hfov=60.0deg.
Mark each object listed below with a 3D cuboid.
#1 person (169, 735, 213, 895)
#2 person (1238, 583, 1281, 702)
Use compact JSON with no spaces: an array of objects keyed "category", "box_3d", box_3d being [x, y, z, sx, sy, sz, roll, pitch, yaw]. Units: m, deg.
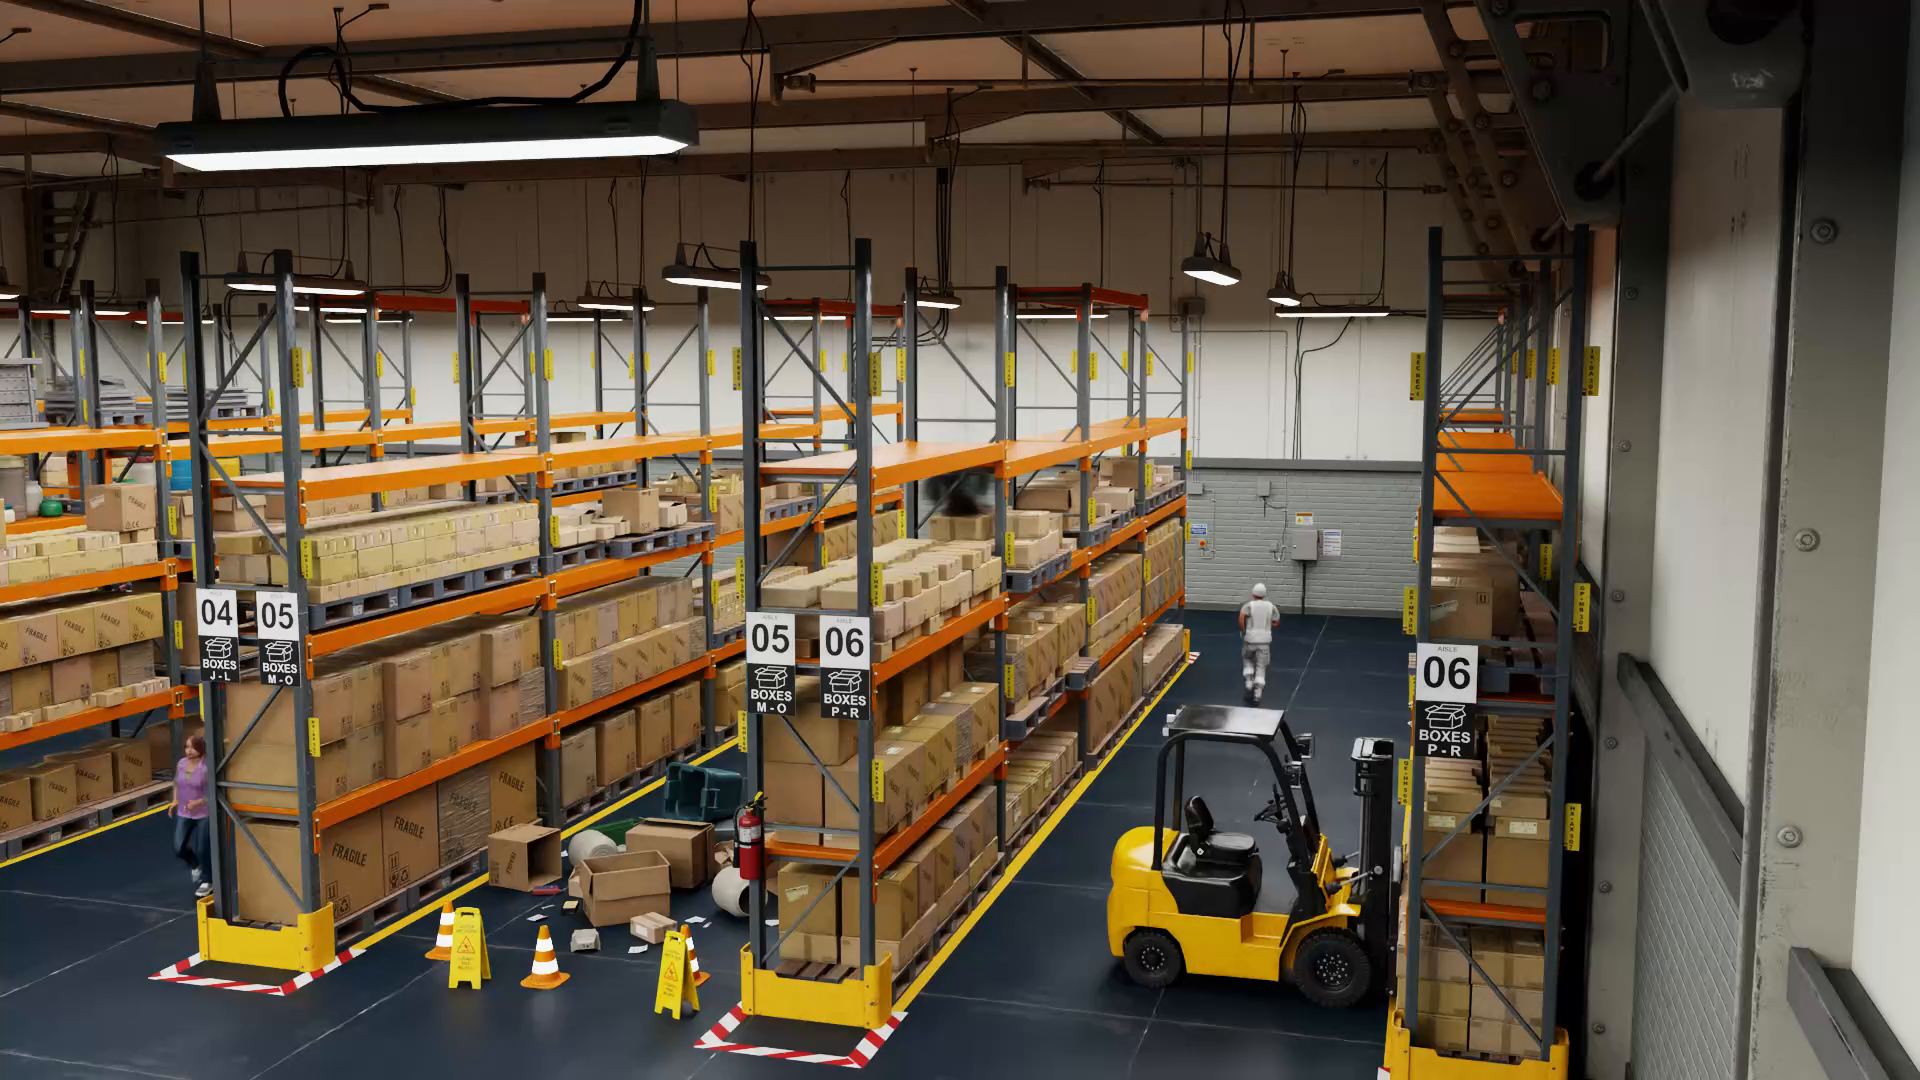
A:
[{"category":"person","box_3d":[-7.277,2.630,15.778,0.532,1.558,0.541,0,6,0]},{"category":"person","box_3d":[4.414,1.542,24.585,0.635,1.802,0.789,1,6,7]}]
